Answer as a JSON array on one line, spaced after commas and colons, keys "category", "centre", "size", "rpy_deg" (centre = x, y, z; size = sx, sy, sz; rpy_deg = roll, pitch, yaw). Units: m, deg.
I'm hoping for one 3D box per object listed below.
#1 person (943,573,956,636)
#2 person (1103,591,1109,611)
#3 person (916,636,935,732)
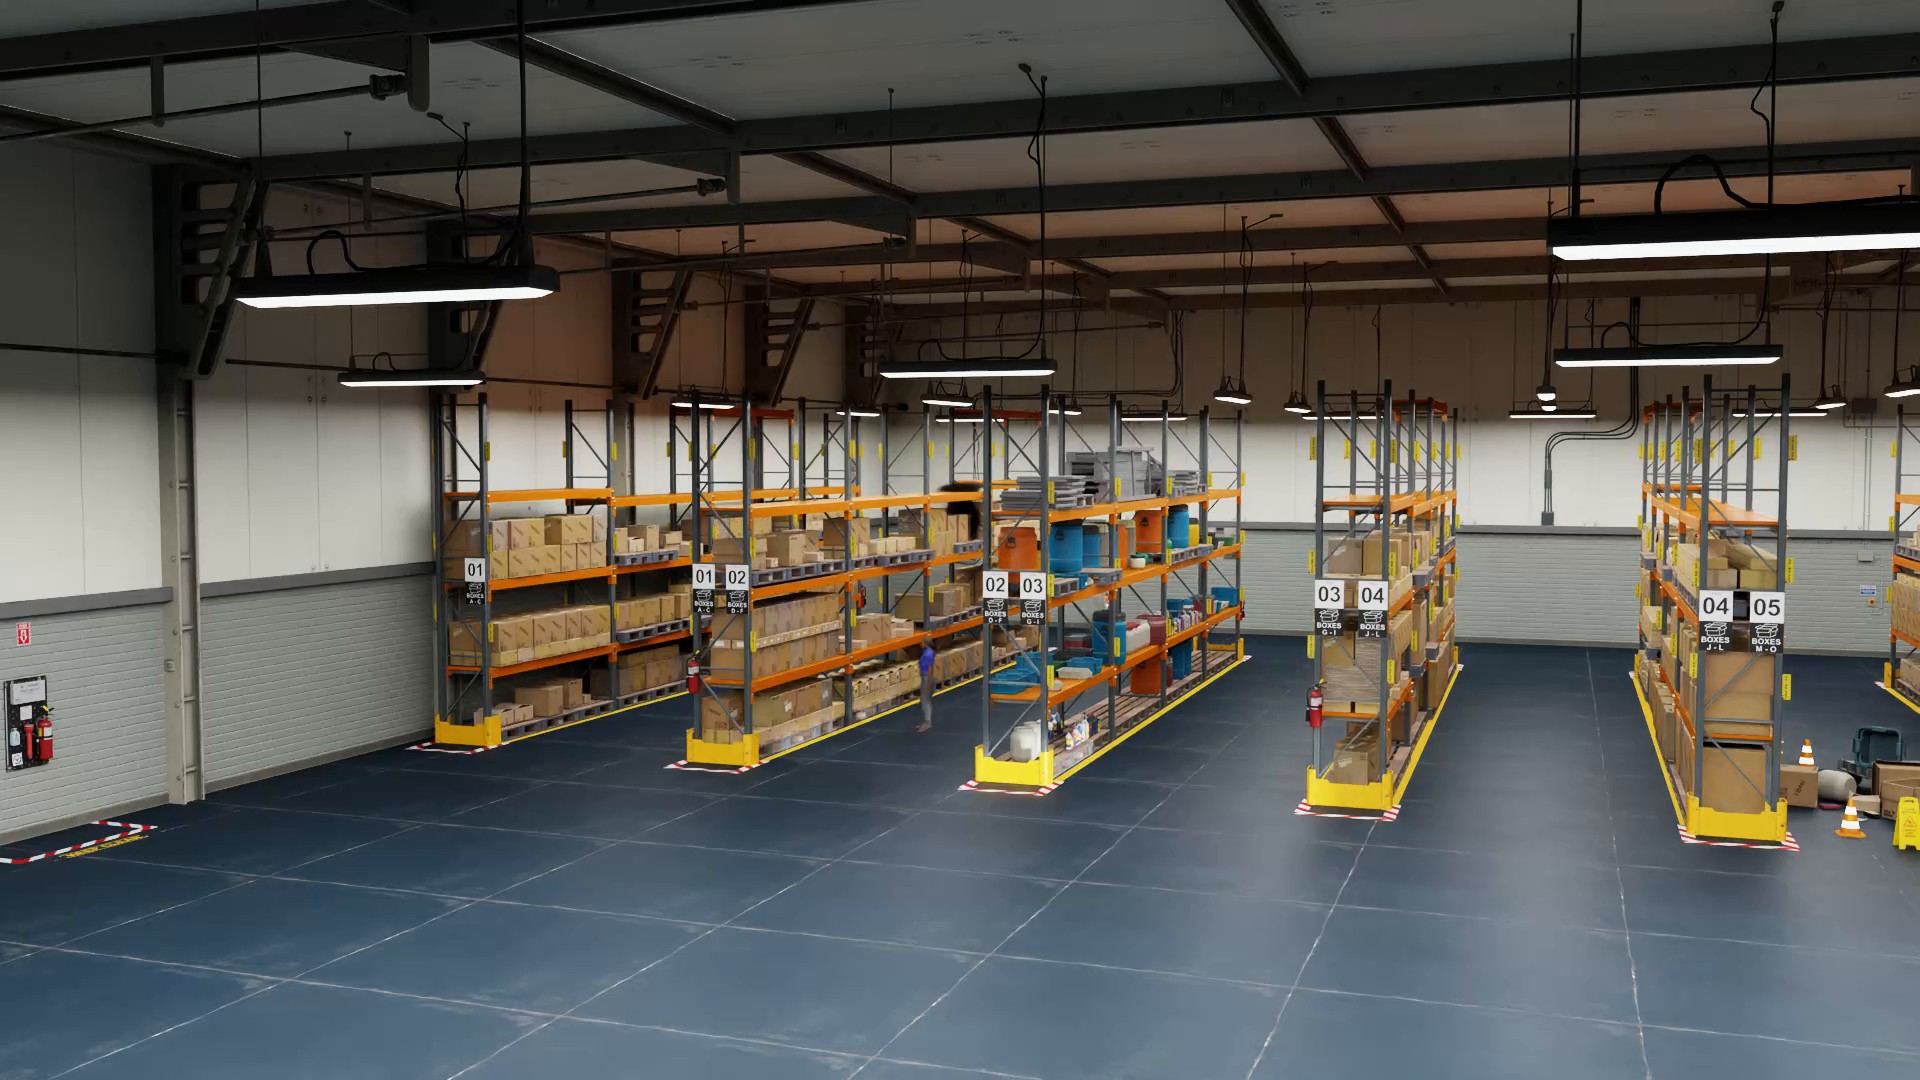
[{"category": "person", "centre": [-0.265, 1.743, 44.912], "size": [0.498, 1.713, 0.553], "rpy_deg": [3, 4, 43]}, {"category": "person", "centre": [4.071, 1.774, 44.408], "size": [1.044, 1.749, 0.651], "rpy_deg": [2, 4, 39]}, {"category": "person", "centre": [-0.625, 2.590, 29.984], "size": [0.344, 1.703, 0.551], "rpy_deg": [0, 3, -3]}]
